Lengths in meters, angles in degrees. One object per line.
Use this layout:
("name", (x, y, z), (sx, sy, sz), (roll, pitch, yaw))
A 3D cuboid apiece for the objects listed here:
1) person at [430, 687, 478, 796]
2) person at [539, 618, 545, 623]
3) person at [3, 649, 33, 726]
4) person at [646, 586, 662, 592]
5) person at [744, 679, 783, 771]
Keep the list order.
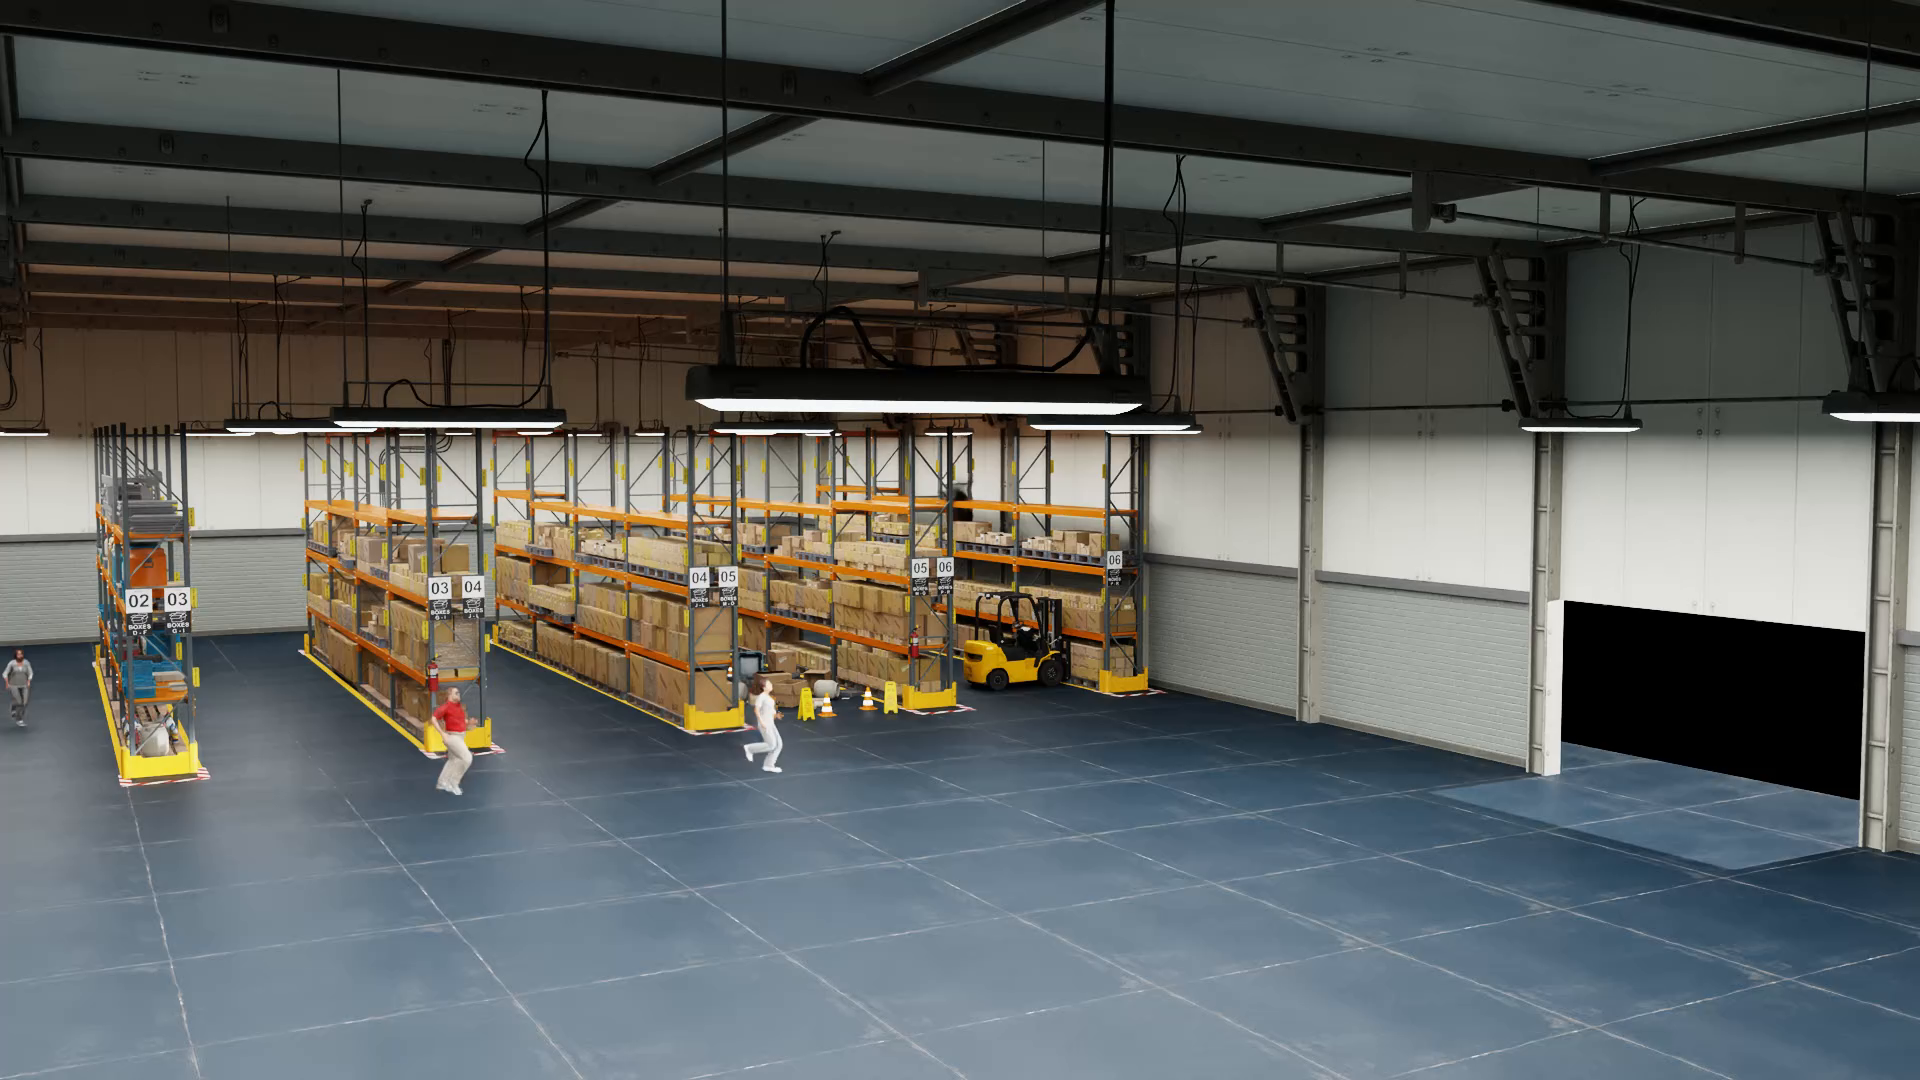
("person", (-8.119, 3.251, 26.818), (0.711, 1.759, 0.639), (0, 3, 0))
("person", (-12.097, 1.892, 48.870), (0.714, 1.744, 0.901), (3, 5, 44))
("person", (-18.803, 2.946, 33.234), (0.522, 1.550, 0.571), (-3, 5, -42))
("person", (-9.335, 1.810, 50.406), (0.635, 1.711, 0.747), (-1, 4, -21))
("person", (-3.384, 3.187, 28.652), (0.620, 1.599, 0.565), (1, 4, 11))
